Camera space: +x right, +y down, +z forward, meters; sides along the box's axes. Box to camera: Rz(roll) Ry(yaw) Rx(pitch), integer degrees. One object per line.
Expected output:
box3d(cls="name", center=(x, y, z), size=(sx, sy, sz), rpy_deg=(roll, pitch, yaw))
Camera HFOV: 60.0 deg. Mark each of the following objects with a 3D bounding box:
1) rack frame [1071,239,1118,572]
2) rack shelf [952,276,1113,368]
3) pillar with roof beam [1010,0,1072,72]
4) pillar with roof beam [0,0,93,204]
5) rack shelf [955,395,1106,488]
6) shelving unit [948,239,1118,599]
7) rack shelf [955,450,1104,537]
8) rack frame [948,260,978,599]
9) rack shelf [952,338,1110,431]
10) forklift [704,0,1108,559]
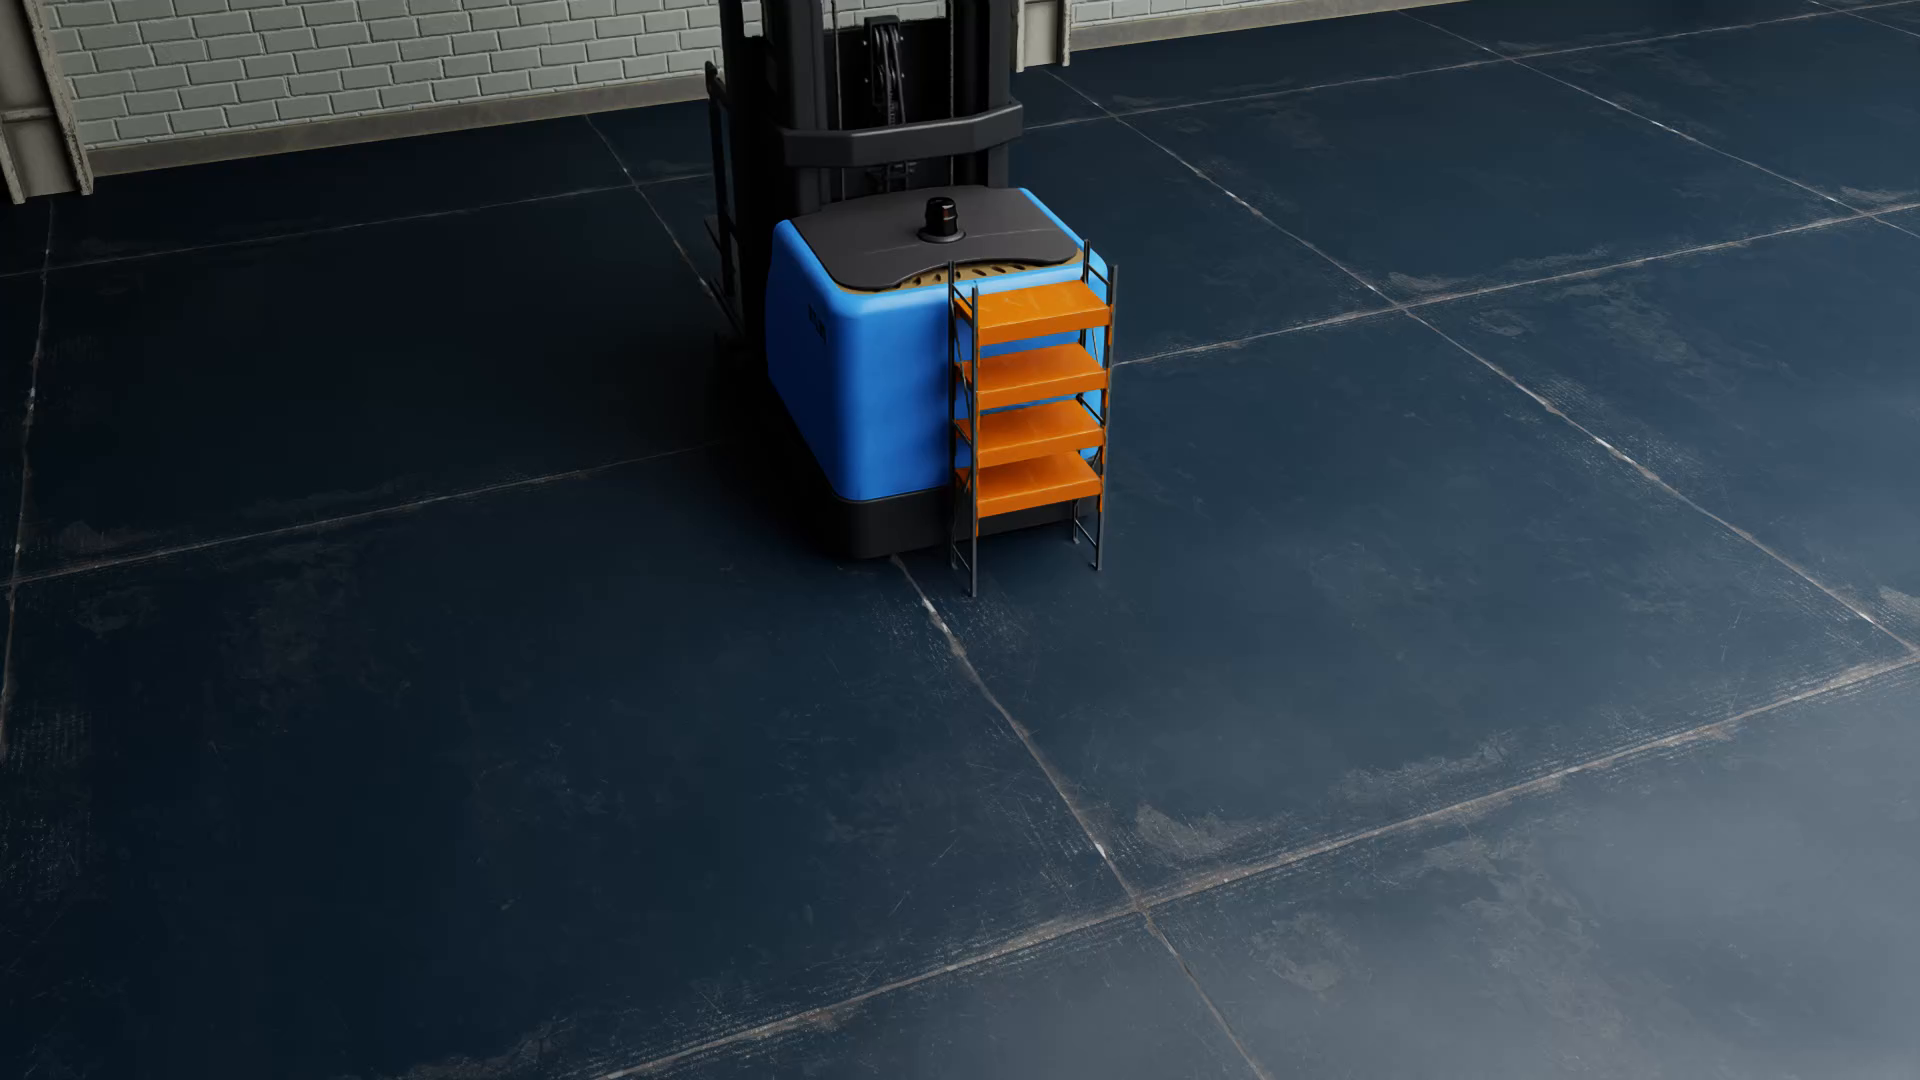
box3d(cls="rack frame", center=(0.467, -0.449, 5.840), size=(0.015, 1.200, 0.240), rpy_deg=(-11, 35, -17))
box3d(cls="rack shelf", center=(0.238, -0.732, 5.555), size=(0.480, 0.148, 0.258), rpy_deg=(-11, 35, -17))
box3d(cls="pillar with roof beam", center=(2.161, -4.822, 5.410), size=(0.400, 9.000, 9.100), rpy_deg=(-13, 35, -19))
box3d(cls="pillar with roof beam", center=(-3.371, -3.555, 3.463), size=(0.400, 9.000, 9.100), rpy_deg=(-13, 35, -19))
box3d(cls="rack shelf", center=(0.238, -0.346, 5.806), size=(0.480, 0.148, 0.258), rpy_deg=(-11, 35, -17))
box3d(cls="shelving unit", center=(0.238, -0.403, 5.769), size=(0.503, 1.200, 0.258), rpy_deg=(-11, 35, -17))
box3d(cls="rack shelf", center=(0.238, -0.180, 5.914), size=(0.480, 0.148, 0.258), rpy_deg=(-11, 35, -17))
box3d(cls="rack frame", center=(0.009, -0.356, 5.698), size=(0.015, 1.200, 0.240), rpy_deg=(-11, 35, -17))
box3d(cls="rack shelf", center=(0.238, -0.534, 5.684), size=(0.480, 0.148, 0.258), rpy_deg=(-11, 35, -17))
box3d(cls="forklift", center=(-0.447, -1.955, 6.568), size=(1.130, 2.935, 3.031), rpy_deg=(-11, 35, -17))
